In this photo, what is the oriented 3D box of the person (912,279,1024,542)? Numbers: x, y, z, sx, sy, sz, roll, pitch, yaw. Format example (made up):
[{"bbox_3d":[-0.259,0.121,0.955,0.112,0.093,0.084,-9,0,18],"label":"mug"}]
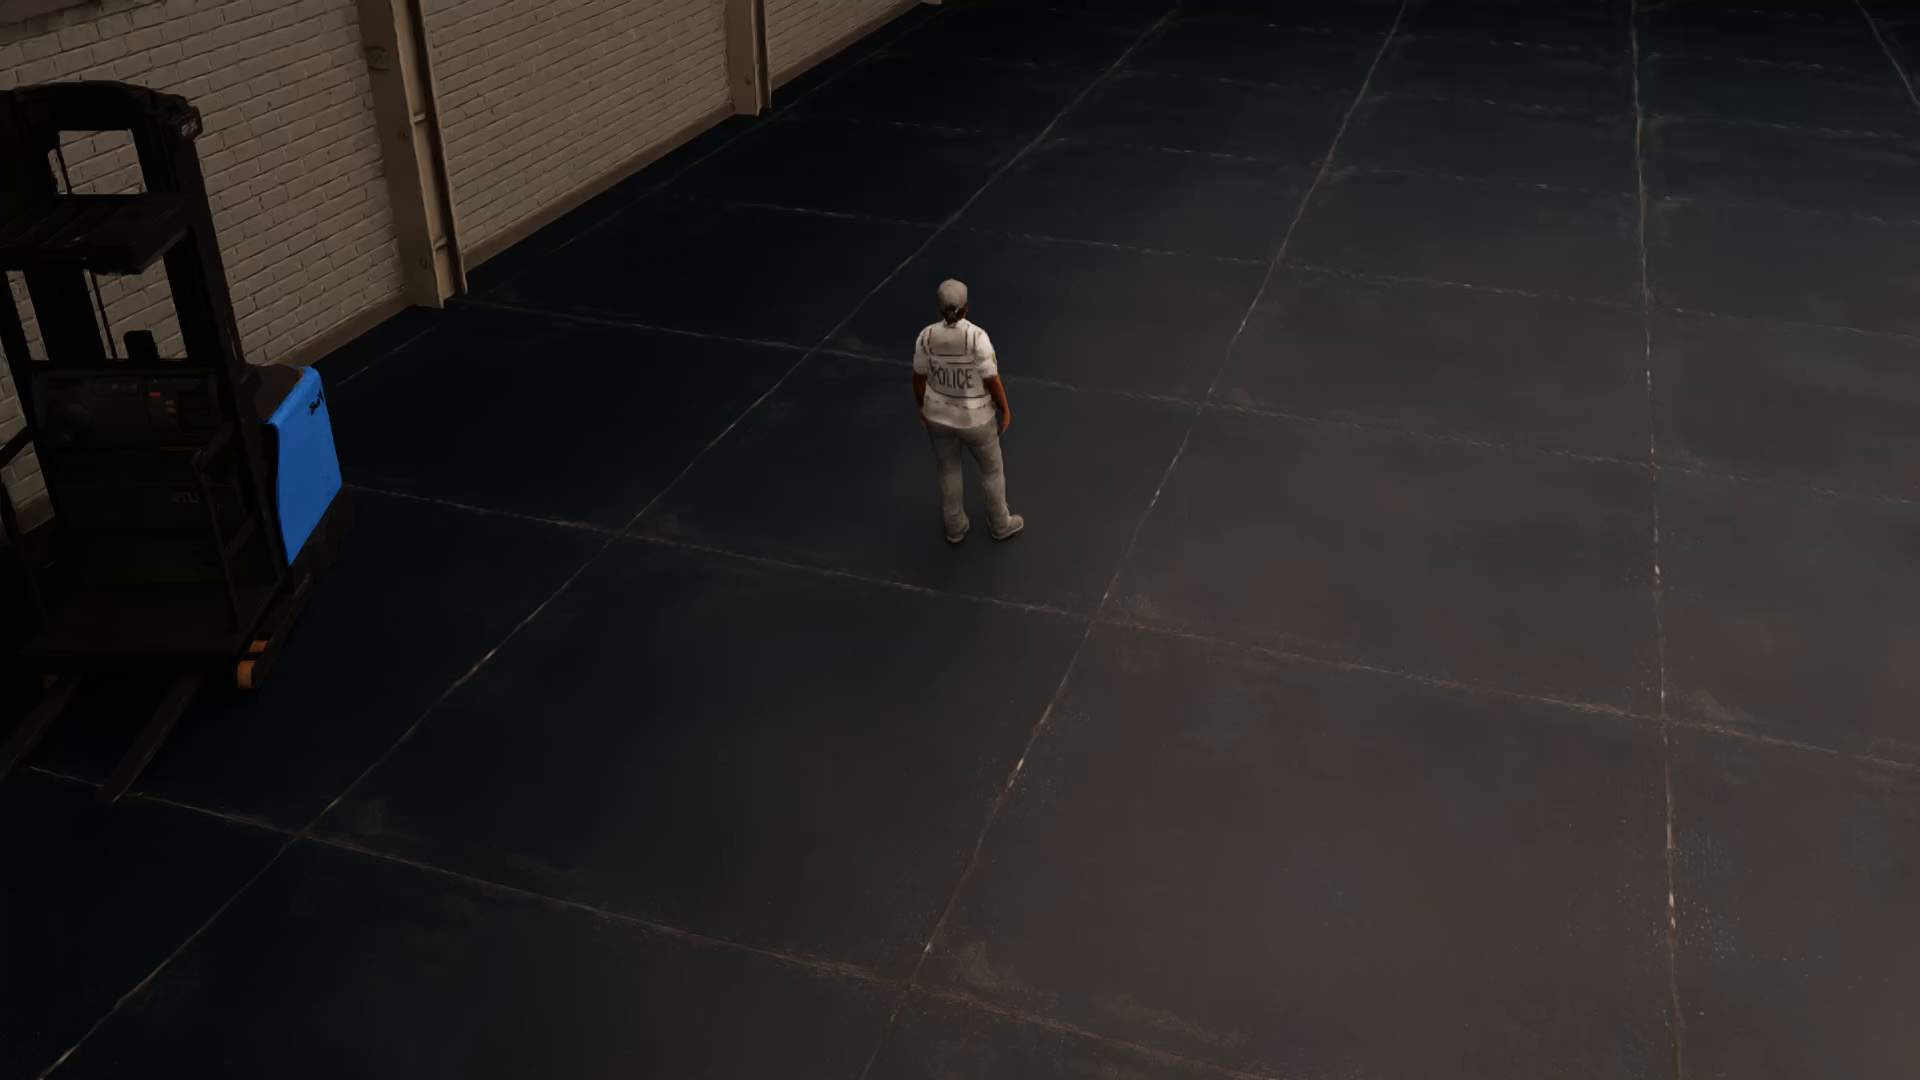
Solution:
[{"bbox_3d":[0.046,-0.762,9.736,0.598,1.669,0.529,10,31,16],"label":"person"}]

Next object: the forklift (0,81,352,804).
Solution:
[{"bbox_3d":[-4.217,-0.631,8.244,1.130,2.935,3.031,-1,30,-1],"label":"forklift"}]
